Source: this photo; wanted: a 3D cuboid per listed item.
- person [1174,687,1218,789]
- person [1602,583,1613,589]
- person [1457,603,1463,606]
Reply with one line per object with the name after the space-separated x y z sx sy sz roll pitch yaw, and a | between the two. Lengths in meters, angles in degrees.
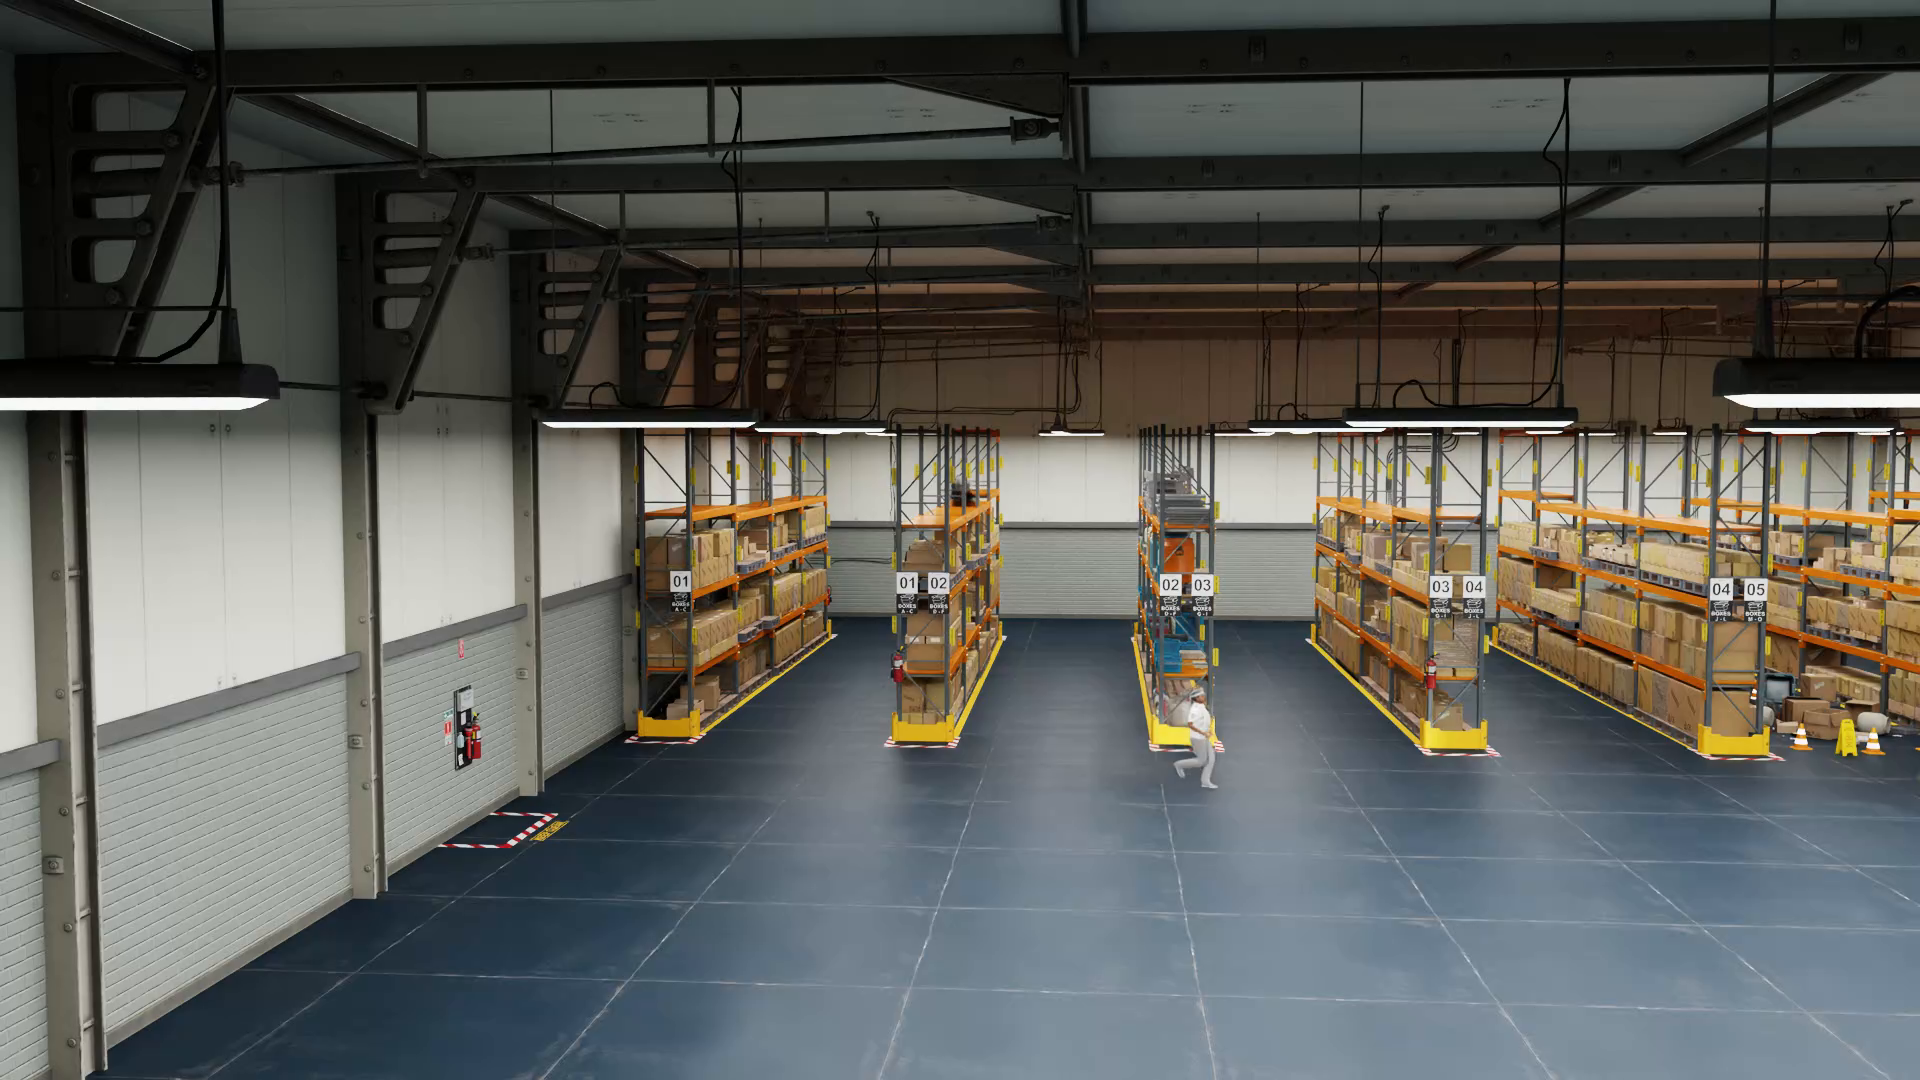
3.902 3.231 27.271 0.737 1.664 0.577 2 4 27 | person
18.383 2.030 47.346 0.574 1.632 0.602 0 3 1 | person
13.626 2.078 46.032 0.817 1.698 0.583 1 4 18 | person
